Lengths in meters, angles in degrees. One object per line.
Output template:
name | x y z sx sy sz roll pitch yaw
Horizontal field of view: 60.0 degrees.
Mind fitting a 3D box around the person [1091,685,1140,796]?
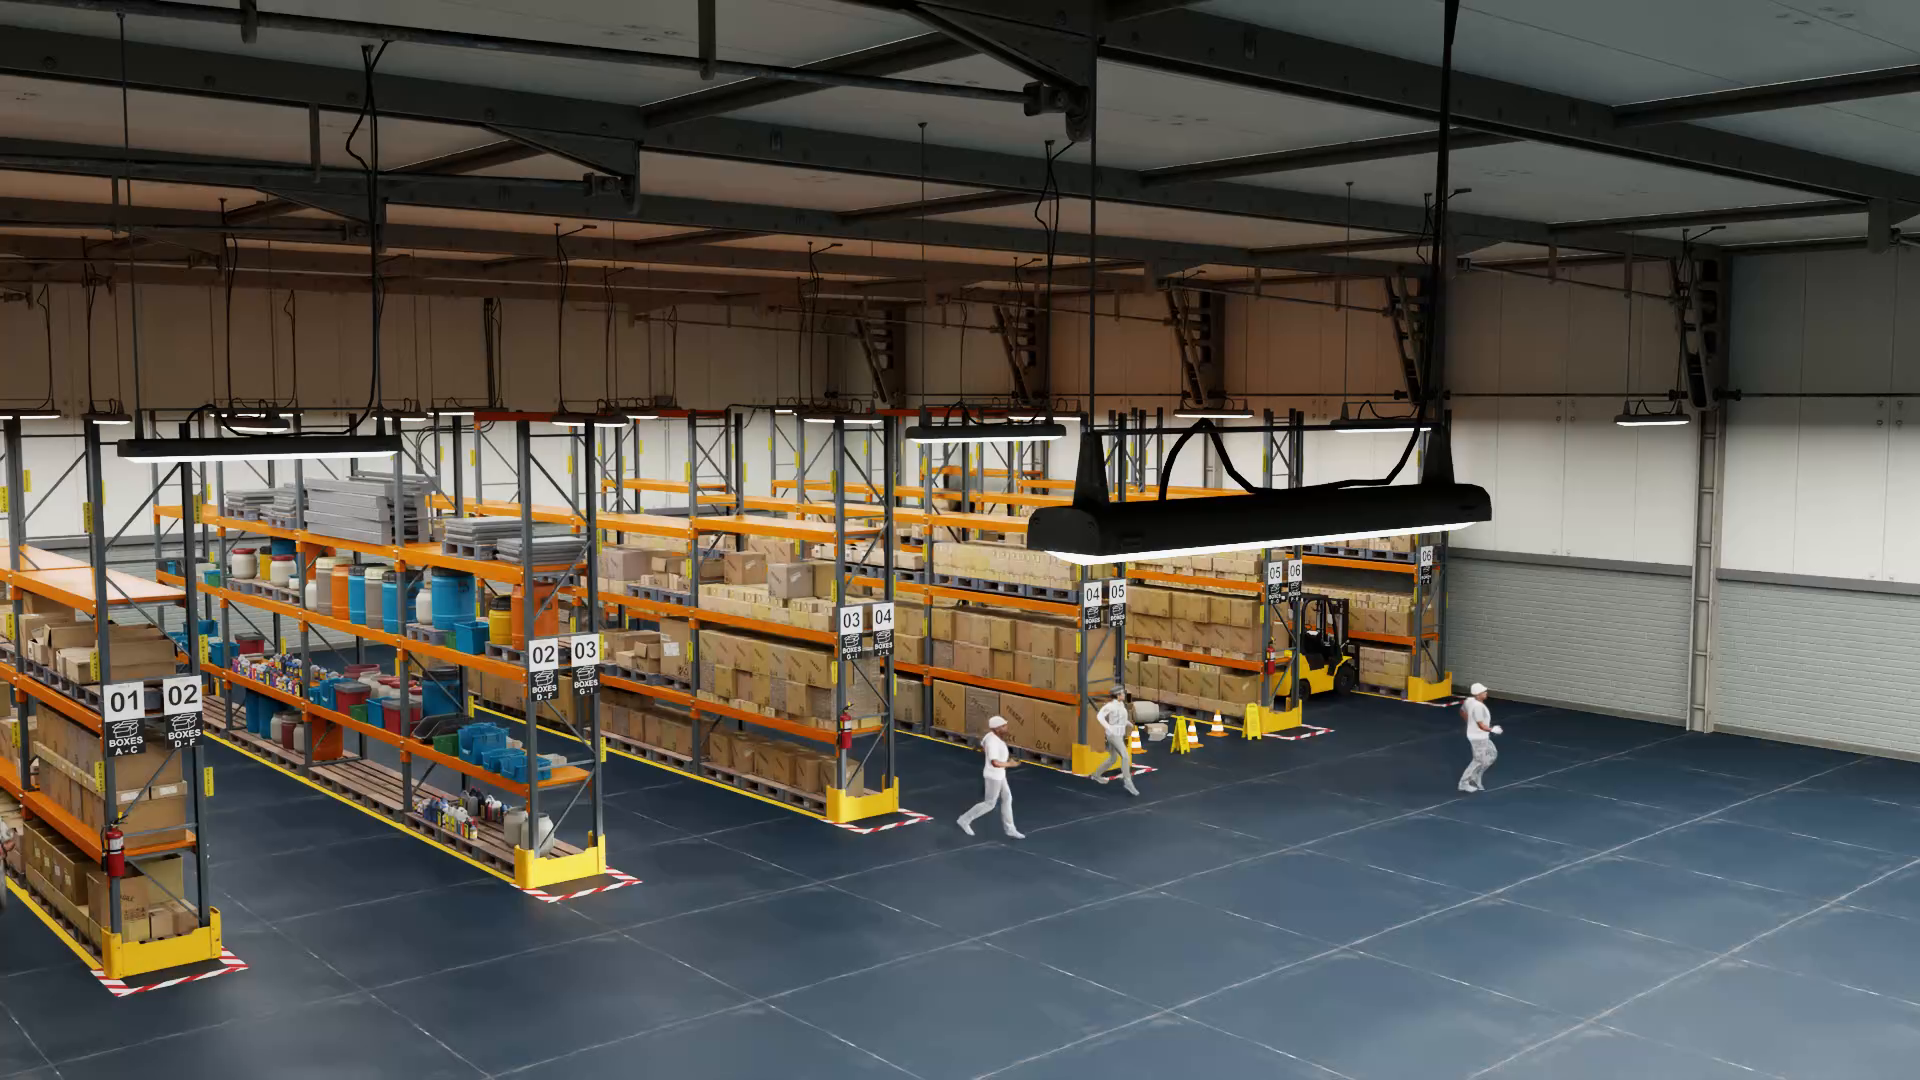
person | 2.524 3.158 26.589 0.887 1.703 0.616 2 6 25

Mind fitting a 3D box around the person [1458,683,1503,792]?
person | 8.272 3.135 26.444 0.654 1.752 0.695 1 5 8

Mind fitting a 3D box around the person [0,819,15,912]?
person | -11.153 3.777 18.992 0.674 1.752 0.901 -5 7 -44

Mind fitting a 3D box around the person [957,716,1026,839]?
person | 0.451 3.376 23.622 0.979 1.776 0.711 0 5 2
